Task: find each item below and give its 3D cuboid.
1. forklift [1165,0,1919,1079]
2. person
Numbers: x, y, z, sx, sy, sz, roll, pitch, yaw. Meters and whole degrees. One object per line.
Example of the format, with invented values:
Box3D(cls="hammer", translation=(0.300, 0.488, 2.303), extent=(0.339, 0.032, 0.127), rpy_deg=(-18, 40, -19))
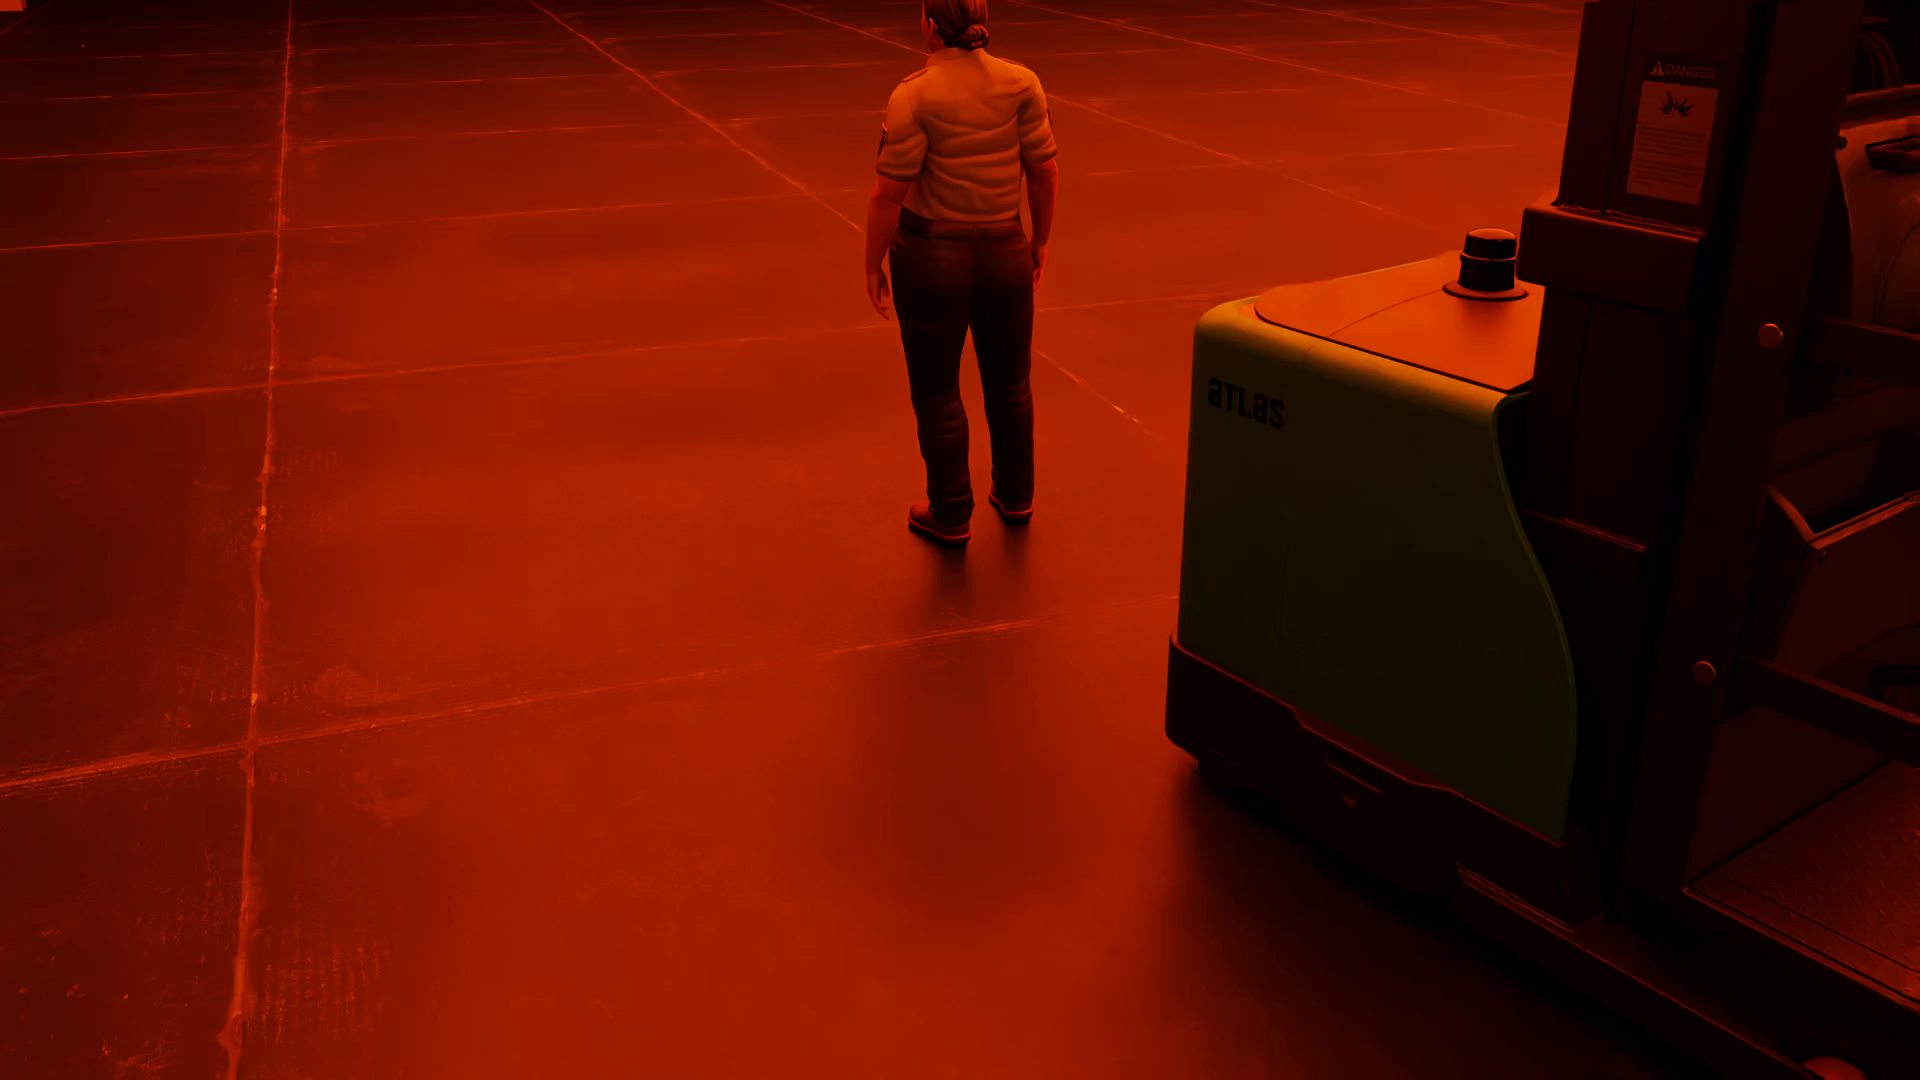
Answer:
Box3D(cls="forklift", translation=(1.754, -0.499, 2.486), extent=(1.130, 2.935, 3.031), rpy_deg=(-16, 28, -33))
Box3D(cls="person", translation=(-0.010, -0.802, 4.841), extent=(0.599, 1.650, 0.503), rpy_deg=(-8, 24, -18))
